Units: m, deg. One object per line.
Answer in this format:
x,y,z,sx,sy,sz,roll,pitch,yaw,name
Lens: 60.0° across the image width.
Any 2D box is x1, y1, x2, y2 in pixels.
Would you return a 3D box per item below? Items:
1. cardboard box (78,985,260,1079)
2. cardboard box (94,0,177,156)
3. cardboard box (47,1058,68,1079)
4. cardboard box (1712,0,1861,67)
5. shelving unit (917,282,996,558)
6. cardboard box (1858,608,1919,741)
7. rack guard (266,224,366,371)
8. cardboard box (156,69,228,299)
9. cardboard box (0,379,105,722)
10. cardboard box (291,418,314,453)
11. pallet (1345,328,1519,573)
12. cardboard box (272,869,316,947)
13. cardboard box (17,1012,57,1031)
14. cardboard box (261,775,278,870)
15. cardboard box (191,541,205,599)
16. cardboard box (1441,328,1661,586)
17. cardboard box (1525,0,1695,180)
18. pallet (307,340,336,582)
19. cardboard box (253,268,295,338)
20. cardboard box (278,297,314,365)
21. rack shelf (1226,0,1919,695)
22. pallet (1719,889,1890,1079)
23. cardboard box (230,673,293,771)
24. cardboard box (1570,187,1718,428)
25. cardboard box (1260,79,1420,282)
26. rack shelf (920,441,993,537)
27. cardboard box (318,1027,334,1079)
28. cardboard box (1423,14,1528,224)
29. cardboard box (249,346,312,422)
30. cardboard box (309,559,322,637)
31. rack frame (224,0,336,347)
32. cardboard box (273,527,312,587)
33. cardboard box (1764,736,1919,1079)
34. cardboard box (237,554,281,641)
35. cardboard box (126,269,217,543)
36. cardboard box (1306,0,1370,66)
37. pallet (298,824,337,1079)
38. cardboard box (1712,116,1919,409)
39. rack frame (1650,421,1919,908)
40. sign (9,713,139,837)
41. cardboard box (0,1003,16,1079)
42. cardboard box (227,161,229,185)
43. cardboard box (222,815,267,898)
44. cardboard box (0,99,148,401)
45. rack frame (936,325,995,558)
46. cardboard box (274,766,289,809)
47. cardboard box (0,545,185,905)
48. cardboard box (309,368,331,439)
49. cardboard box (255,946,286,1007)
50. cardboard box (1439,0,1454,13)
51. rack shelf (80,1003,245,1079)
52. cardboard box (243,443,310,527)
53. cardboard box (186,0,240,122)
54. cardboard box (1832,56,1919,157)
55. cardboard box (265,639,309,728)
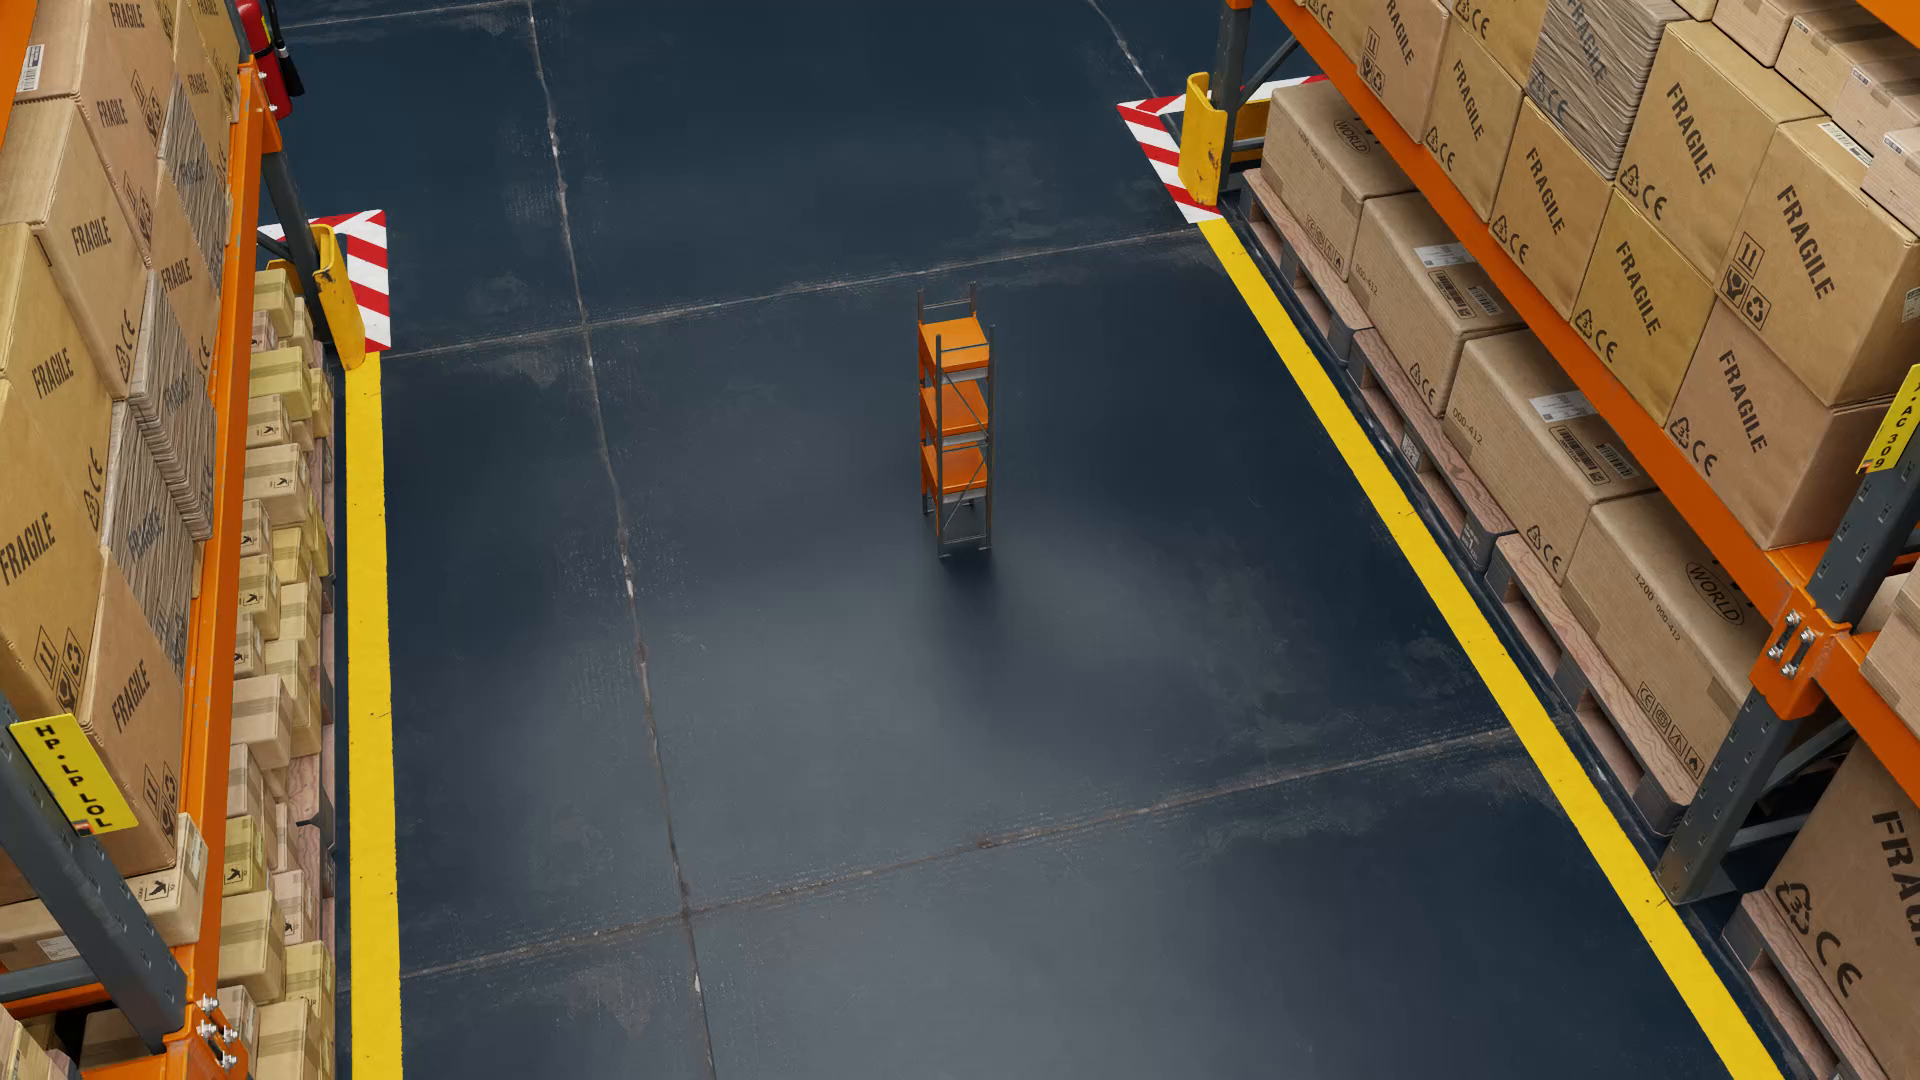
-1.980,1.294,4.167,0.380,0.149,0.250,-9,46,-9,cardboard box
-2.487,-1.346,4.490,0.500,0.500,0.500,-9,46,-8,cardboard box
-1.799,1.106,2.948,0.380,0.149,0.250,-12,47,-11,cardboard box
2.182,-1.361,4.260,0.380,0.149,0.250,-11,47,-11,cardboard box
-0.014,-0.404,5.911,0.215,1.050,0.252,-11,47,-10,shelving unit
2.525,0.357,3.905,0.500,0.250,0.500,-12,47,-11,cardboard box
-3.096,-0.907,6.789,1.175,0.500,0.348,-11,47,-10,rack guard
-2.486,-1.005,4.857,0.500,0.500,0.500,-11,47,-10,cardboard box
-1.972,0.082,3.091,0.500,0.500,0.500,-10,46,-9,cardboard box
-2.570,-0.417,6.052,0.380,0.149,0.250,-12,47,-12,cardboard box
2.232,-0.455,6.548,1.003,0.211,1.213,-11,47,-10,pallet
-2.057,1.122,4.752,0.380,0.149,0.250,-11,47,-11,cardboard box
-2.538,1.203,4.257,0.380,0.149,0.250,-10,46,-10,cardboard box
-2.190,0.858,4.802,0.380,0.149,0.250,-13,47,-12,cardboard box
-2.170,0.046,4.281,0.380,0.149,0.250,-10,46,-10,cardboard box
2.381,-0.369,6.011,0.875,0.438,0.875,-12,47,-11,cardboard box
2.018,-1.409,4.761,0.500,0.500,0.500,-10,46,-10,cardboard box
-2.923,-0.239,6.336,1.003,0.211,1.213,-11,47,-10,pallet
-2.735,-0.873,6.290,0.380,0.149,0.250,-10,46,-10,cardboard box
-2.705,-0.775,6.403,0.380,0.149,0.250,-12,47,-11,cardboard box
2.155,-1.177,5.807,1.077,0.370,4.000,-11,47,-10,rack shelf
2.938,1.447,4.684,1.003,0.211,1.213,-11,47,-10,pallet
-2.180,0.561,4.886,0.380,0.149,0.250,-10,46,-9,cardboard box
2.164,-0.710,4.776,0.500,0.500,0.500,-12,47,-11,cardboard box
1.909,-1.622,7.239,0.875,0.438,0.875,-12,47,-12,cardboard box
-0.014,-0.202,6.117,0.215,0.259,0.240,-11,47,-10,rack shelf
-1.875,1.468,4.413,0.380,0.149,0.250,-13,47,-12,cardboard box
1.902,-1.419,5.470,0.500,0.500,0.500,-9,46,-9,cardboard box
-2.537,-0.533,5.958,0.380,0.149,0.250,-12,47,-11,cardboard box
-2.379,0.224,5.632,0.380,0.149,0.250,-10,46,-10,cardboard box
-3.116,-1.834,5.947,1.000,3.000,0.127,-11,47,-10,rack frame
-2.377,0.119,5.527,0.380,0.149,0.250,-9,46,-8,cardboard box
2.903,0.963,4.400,0.875,0.875,0.875,-9,46,-9,cardboard box
-2.355,0.211,5.229,0.380,0.149,0.250,-10,47,-10,cardboard box
-2.203,-0.295,4.160,0.500,0.500,0.500,-12,47,-11,cardboard box
1.645,-2.116,6.154,0.500,0.500,0.500,-11,47,-11,cardboard box
-2.298,1.446,4.685,1.003,0.211,1.213,-11,47,-10,pallet
2.280,-0.708,4.073,0.500,0.500,0.500,-11,47,-11,cardboard box
2.667,-0.048,4.196,1.000,3.000,0.127,-11,47,-10,rack frame
-1.556,0.418,2.929,0.100,0.325,0.005,-11,47,-10,sign
-1.800,0.901,2.732,0.380,0.149,0.250,-9,46,-8,cardboard box
-2.653,-1.224,5.525,0.380,0.149,0.250,-11,47,-11,cardboard box
-2.105,0.928,4.526,0.380,0.149,0.250,-11,47,-11,cardboard box
-2.218,-0.627,3.785,0.500,0.500,0.500,-10,46,-10,cardboard box
0.018,-0.320,5.829,0.200,1.050,0.008,-11,47,-10,rack frame
-2.272,0.777,5.091,0.380,0.149,0.250,-13,47,-12,cardboard box
-1.975,0.400,3.479,0.500,0.500,0.500,-11,47,-11,cardboard box
-2.616,-0.499,6.341,0.380,0.149,0.250,-9,46,-9,cardboard box
-2.027,1.207,4.461,0.380,0.149,0.250,-10,46,-10,cardboard box
1.769,-2.101,5.439,0.500,0.500,0.500,-11,47,-11,cardboard box
-1.580,2.560,2.145,1.077,0.370,4.000,-11,47,-10,rack shelf
-2.410,-0.167,5.599,0.380,0.149,0.250,-9,46,-9,cardboard box
-2.752,-1.710,5.548,0.500,0.500,0.500,-10,46,-9,cardboard box
2.318,-1.016,3.921,0.380,0.149,0.250,-10,46,-9,cardboard box
-2.241,0.478,5.175,0.380,0.149,0.250,-11,47,-11,cardboard box
